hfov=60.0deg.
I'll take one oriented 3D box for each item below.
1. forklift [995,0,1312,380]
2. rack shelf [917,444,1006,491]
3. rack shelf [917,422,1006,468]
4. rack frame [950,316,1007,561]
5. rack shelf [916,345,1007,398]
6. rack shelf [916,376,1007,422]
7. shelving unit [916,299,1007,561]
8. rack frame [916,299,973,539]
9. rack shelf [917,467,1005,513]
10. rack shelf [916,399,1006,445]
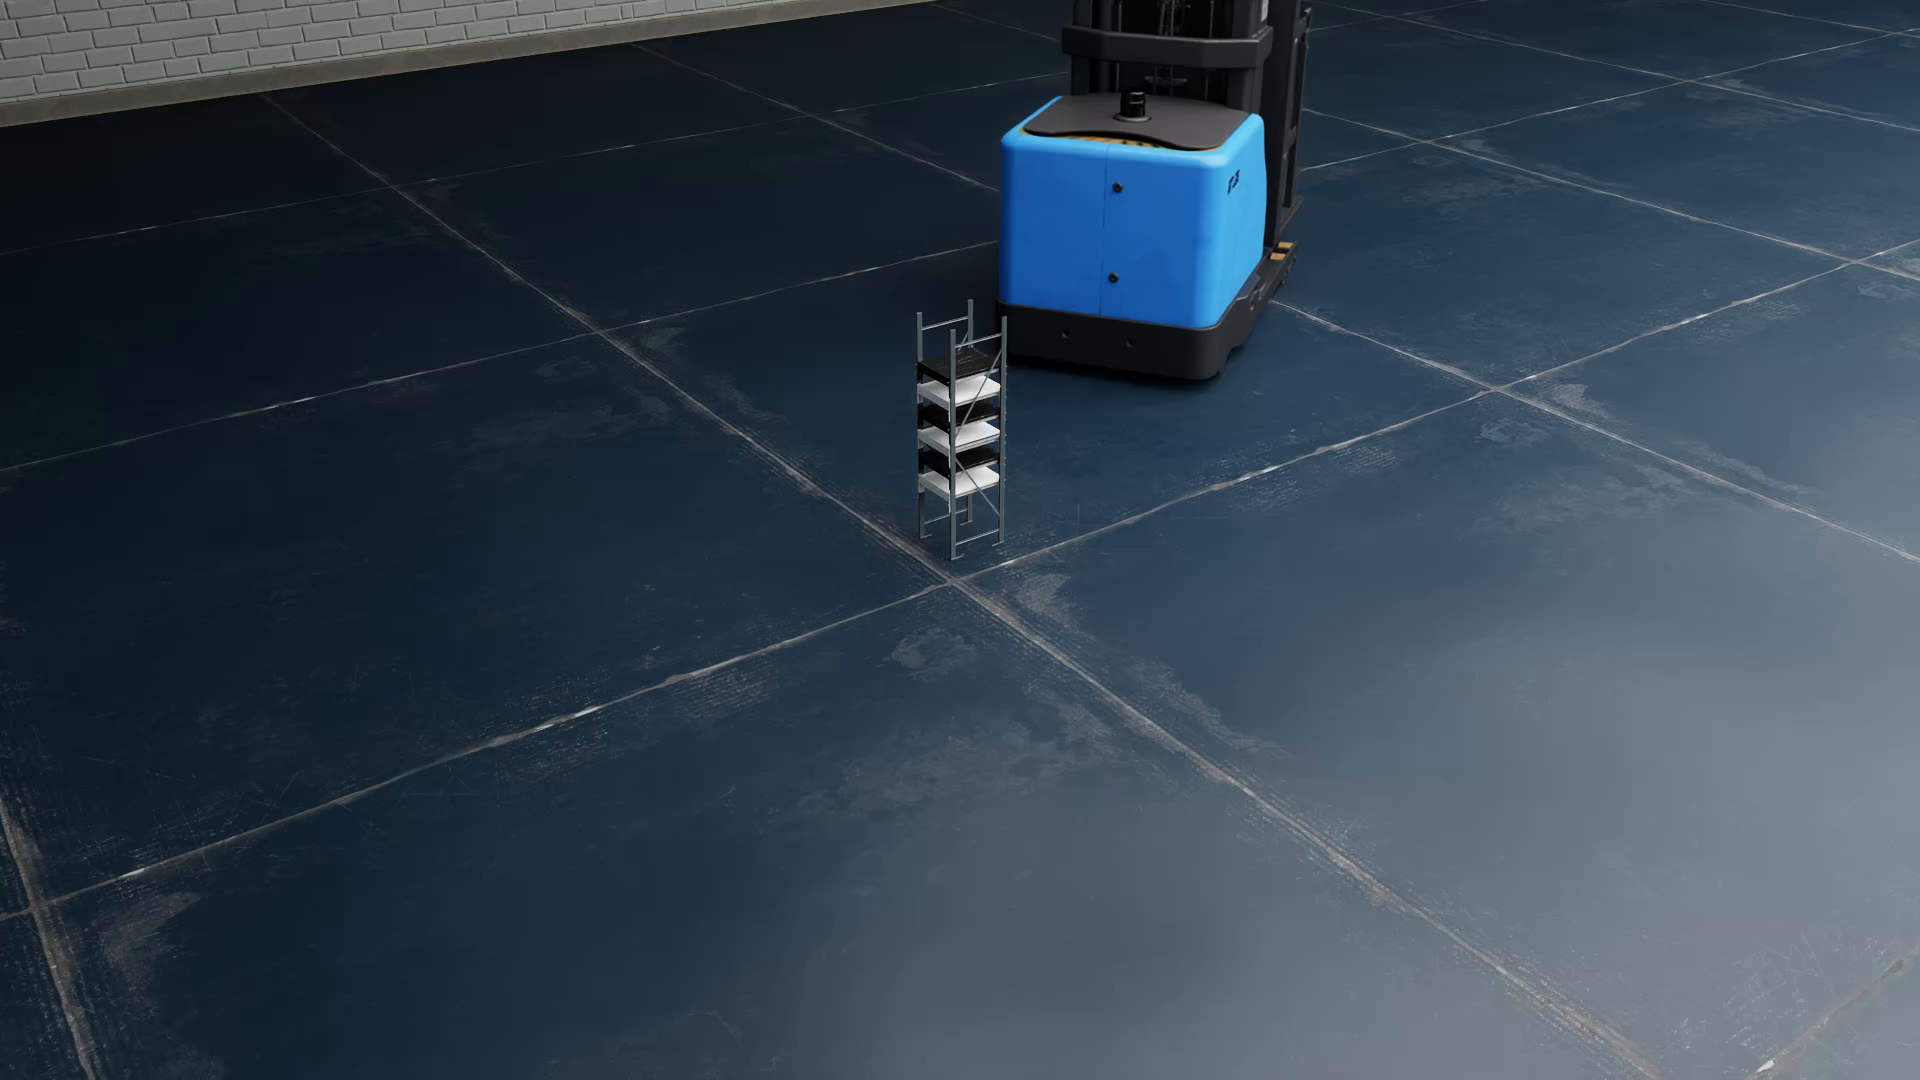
[{"bbox_3d":[1.164,-2.688,8.128,1.130,2.935,3.031,10,30,18],"label":"forklift"},{"bbox_3d":[0.005,-0.284,6.088,0.258,0.077,0.200,-19,34,-31],"label":"rack shelf"},{"bbox_3d":[0.005,-0.363,6.045,0.258,0.077,0.200,-19,34,-31],"label":"rack shelf"},{"bbox_3d":[0.064,-0.353,5.957,0.240,0.900,0.006,-19,34,-31],"label":"rack frame"},{"bbox_3d":[0.005,-0.600,5.916,0.258,0.077,0.200,-19,34,-31],"label":"rack shelf"},{"bbox_3d":[0.005,-0.521,5.959,0.258,0.077,0.200,-19,34,-31],"label":"rack shelf"},{"bbox_3d":[0.005,-0.392,6.029,0.258,0.900,0.210,-19,34,-31],"label":"shelving unit"},{"bbox_3d":[-0.054,-0.432,6.102,0.240,0.900,0.006,-19,34,-31],"label":"rack frame"},{"bbox_3d":[0.005,-0.205,6.131,0.258,0.077,0.200,-19,34,-31],"label":"rack shelf"},{"bbox_3d":[0.005,-0.442,6.002,0.258,0.077,0.200,-19,34,-31],"label":"rack shelf"}]
